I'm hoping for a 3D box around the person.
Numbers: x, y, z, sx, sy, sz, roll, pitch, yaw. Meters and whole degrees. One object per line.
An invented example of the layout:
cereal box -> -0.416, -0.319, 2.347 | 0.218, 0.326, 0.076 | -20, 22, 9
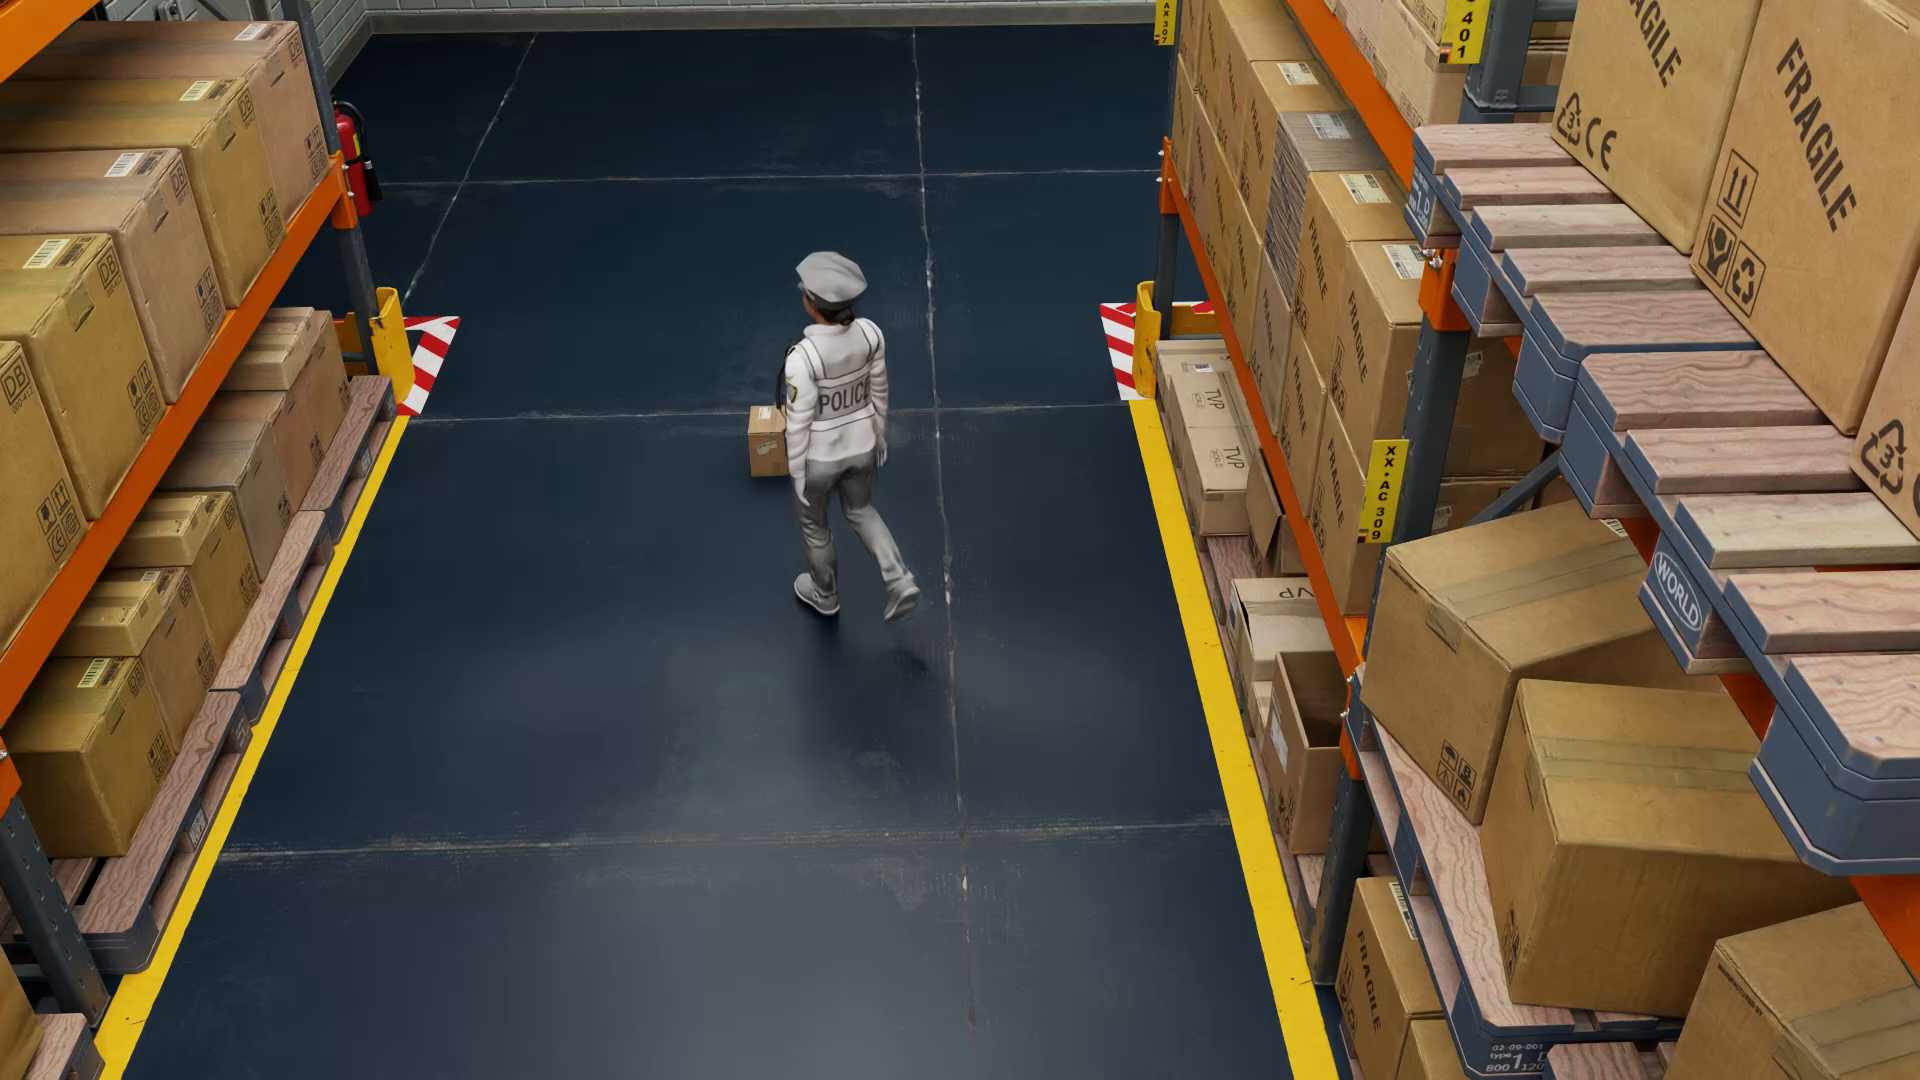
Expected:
person -> -0.470, -0.346, 6.584 | 0.493, 1.670, 0.680 | -25, 42, -31
